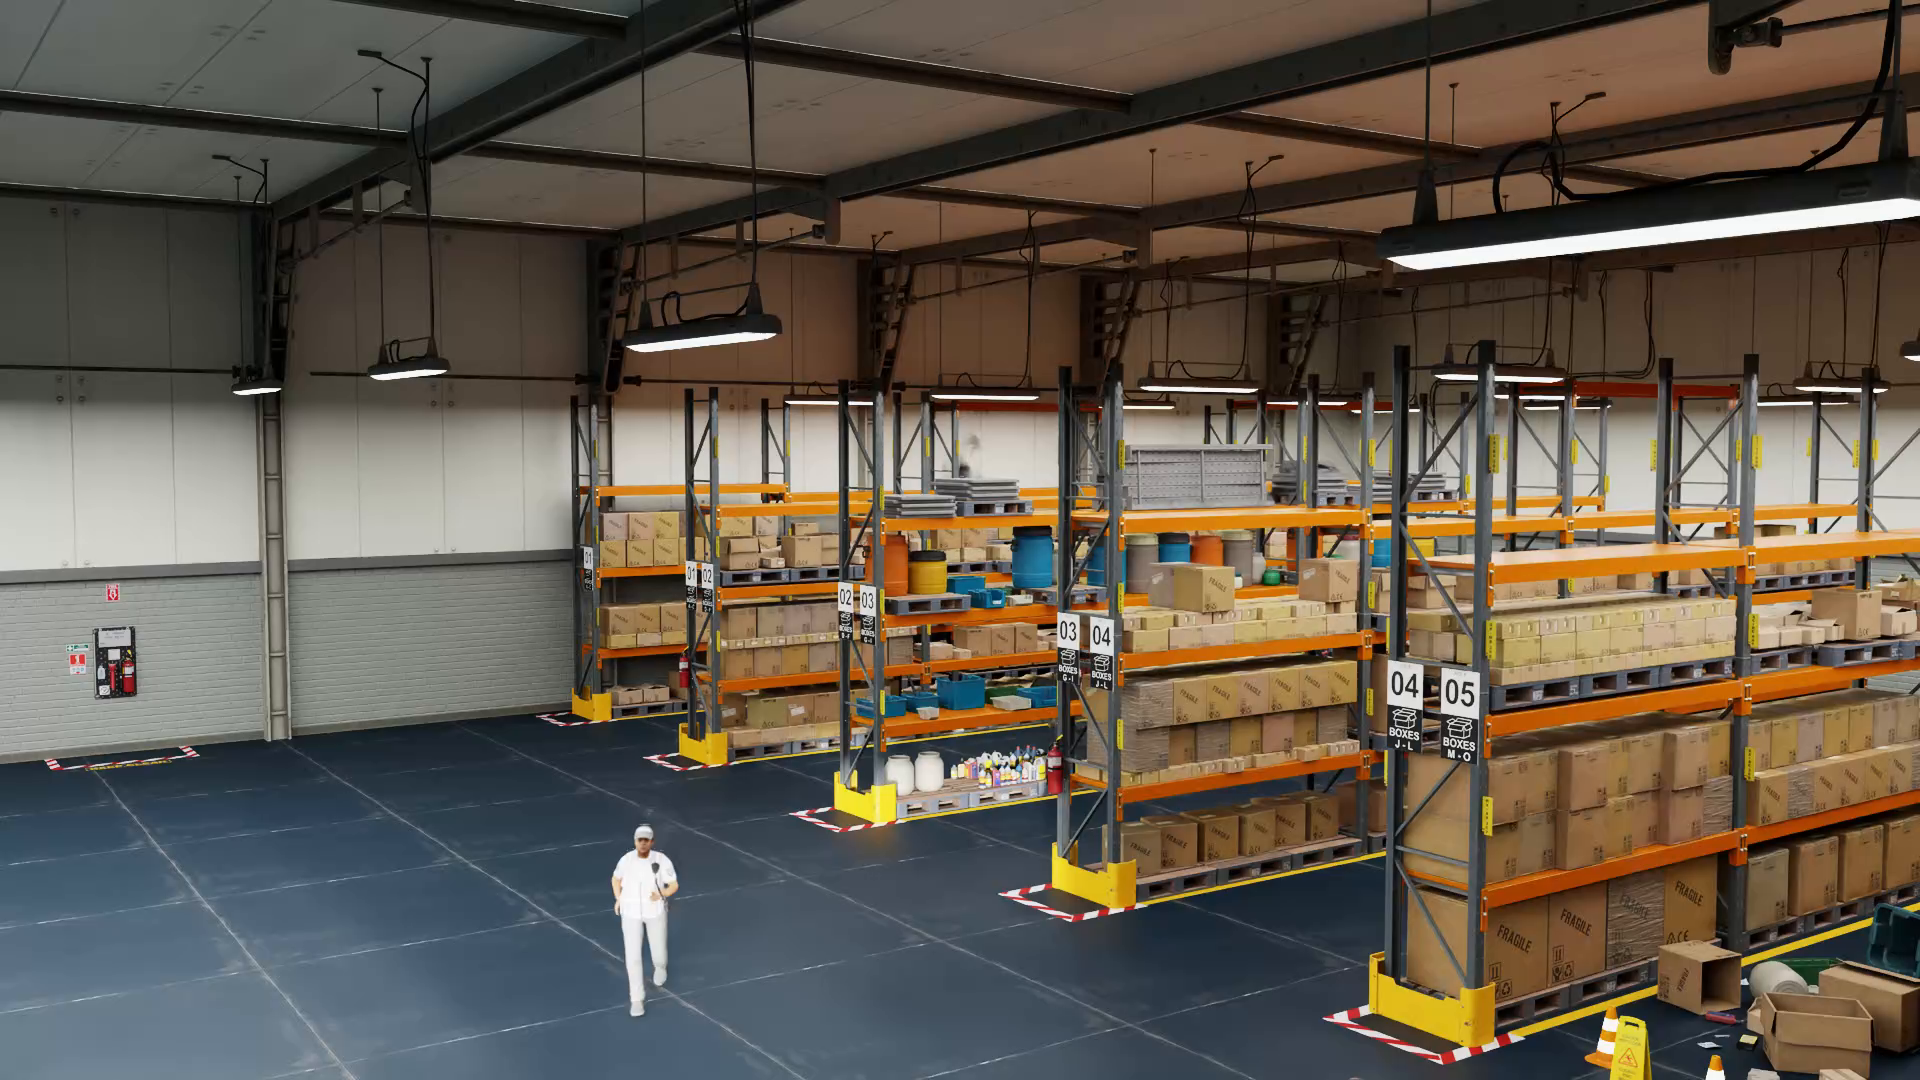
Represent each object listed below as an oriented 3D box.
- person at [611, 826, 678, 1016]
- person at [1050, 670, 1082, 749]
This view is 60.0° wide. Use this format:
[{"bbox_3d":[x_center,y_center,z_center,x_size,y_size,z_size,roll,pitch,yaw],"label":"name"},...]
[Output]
[{"bbox_3d":[-2.889,3.427,15.219,0.621,1.636,0.843,0,3,-5],"label":"person"},{"bbox_3d":[1.747,2.668,27.742,0.586,1.649,0.574,-3,4,-40],"label":"person"}]
